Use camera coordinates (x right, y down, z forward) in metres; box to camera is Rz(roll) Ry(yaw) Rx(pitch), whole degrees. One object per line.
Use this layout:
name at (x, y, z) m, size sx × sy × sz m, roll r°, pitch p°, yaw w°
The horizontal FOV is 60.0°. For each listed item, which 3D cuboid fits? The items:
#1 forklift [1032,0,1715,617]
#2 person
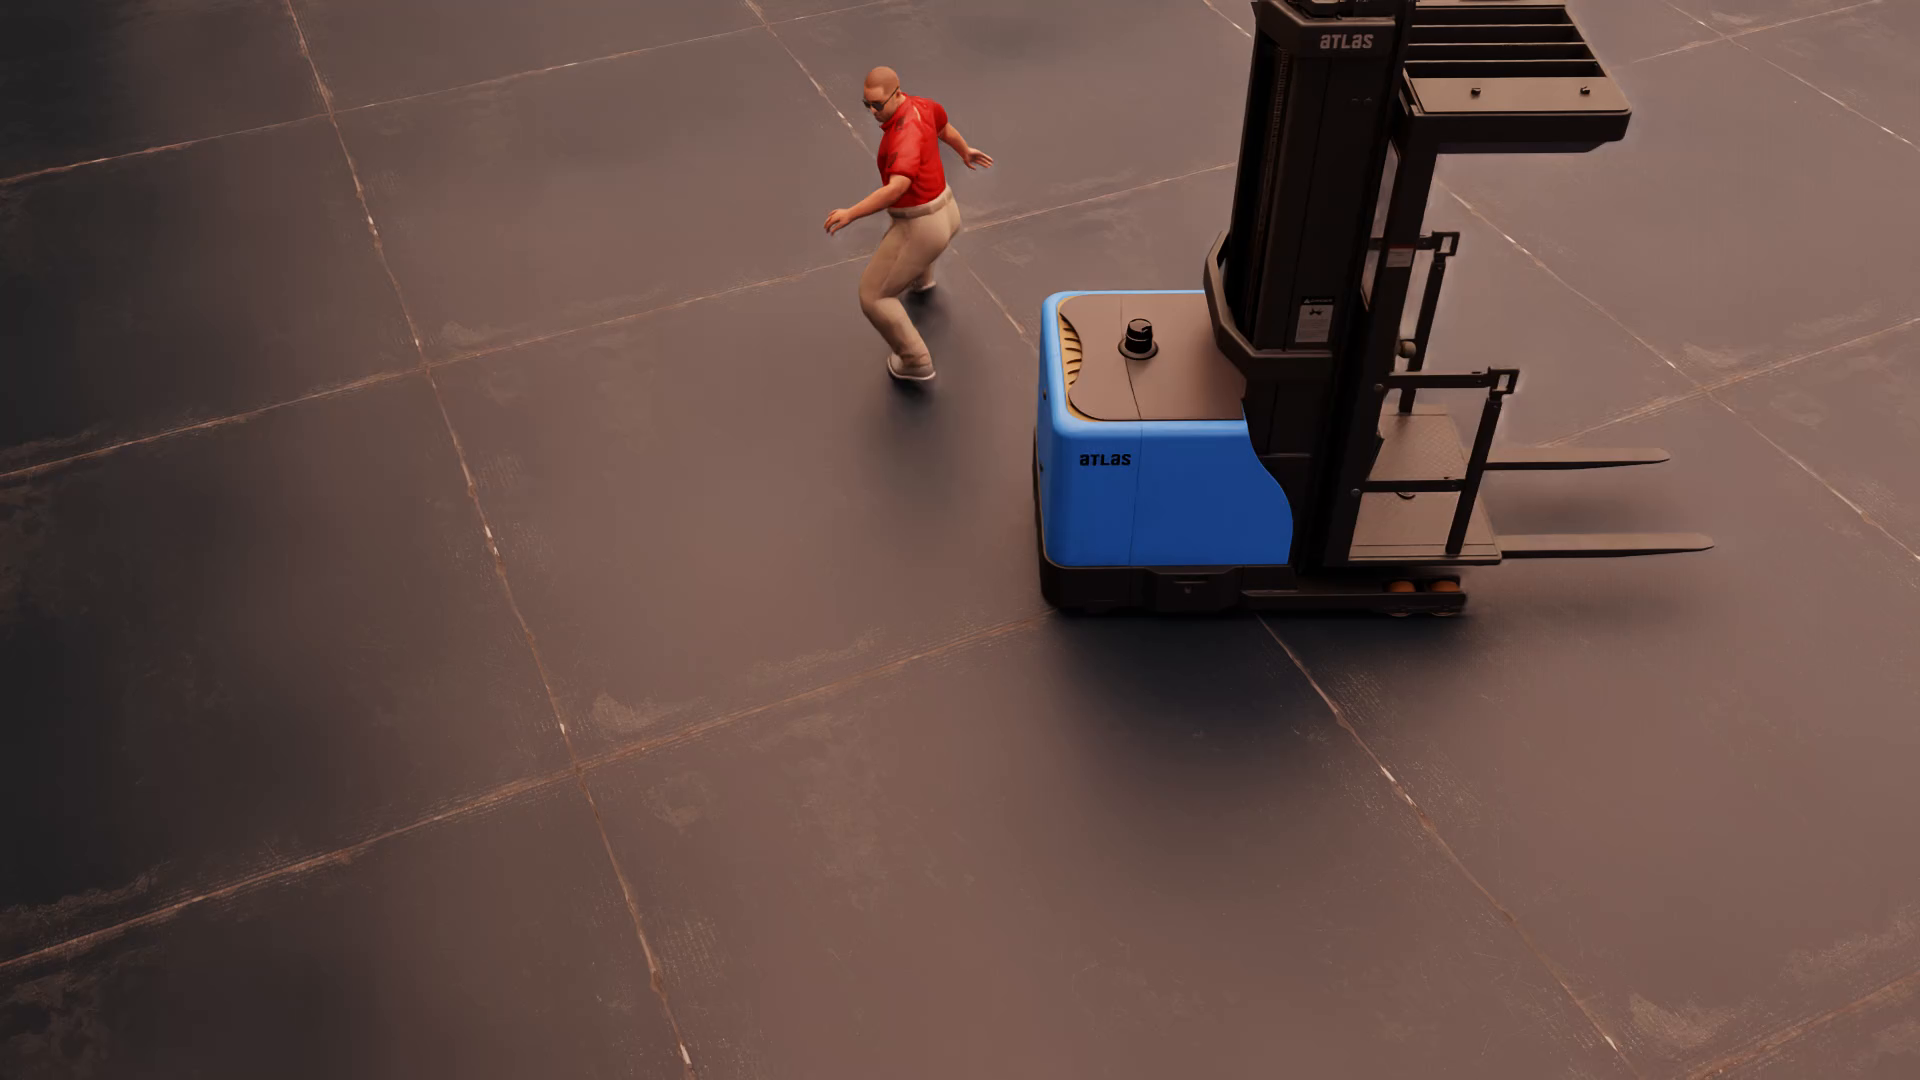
forklift at (1.874, -1.092, 6.850) m, size 3.031 × 2.935 × 1.130 m, roll -1°, pitch 43°, yaw -1°
person at (-0.248, -1.648, 8.546) m, size 0.578 × 1.701 × 1.109 m, roll 12°, pitch 44°, yaw 12°
